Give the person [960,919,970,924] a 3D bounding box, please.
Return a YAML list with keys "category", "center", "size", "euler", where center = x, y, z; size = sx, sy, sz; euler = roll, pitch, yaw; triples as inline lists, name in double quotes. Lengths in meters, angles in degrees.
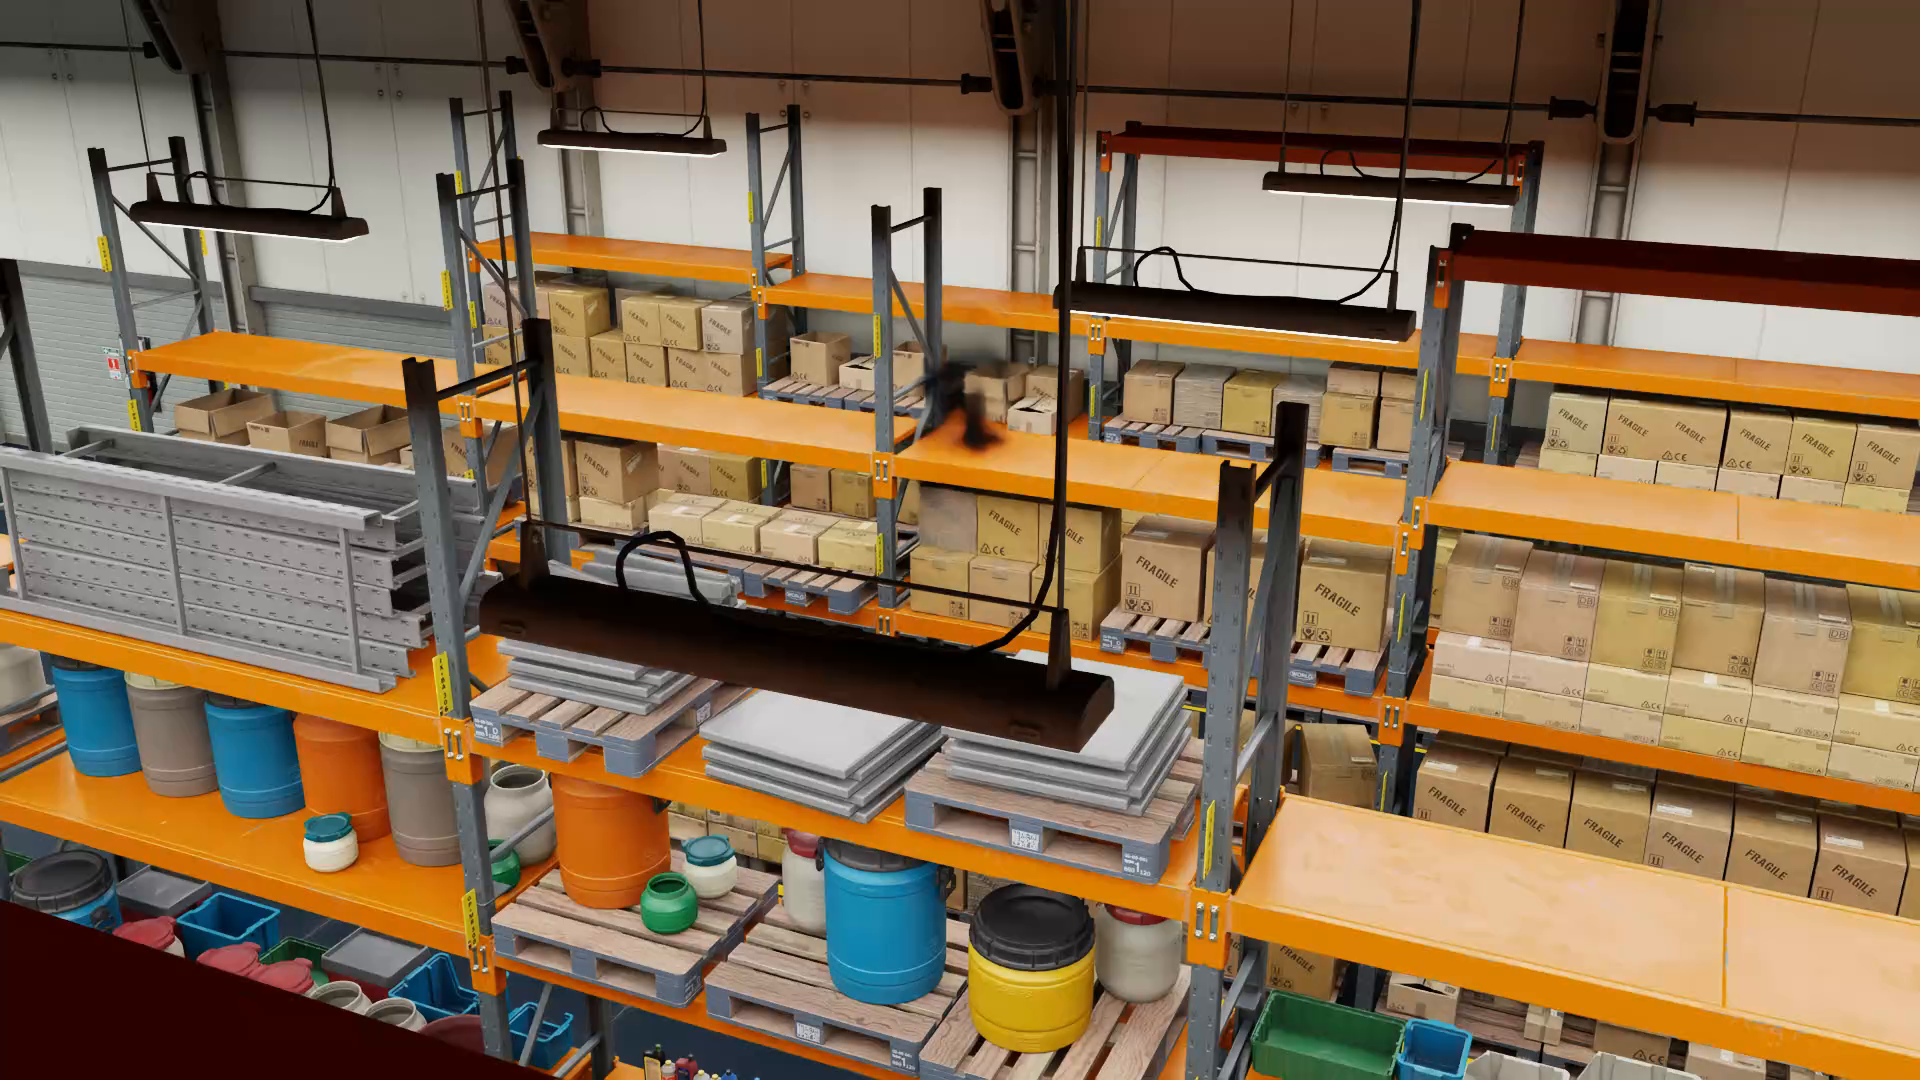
- category: "person"
  center: [0.063, 3.325, 11.641]
  size: [0.545, 1.555, 0.536]
  euler: [4, 21, 10]
